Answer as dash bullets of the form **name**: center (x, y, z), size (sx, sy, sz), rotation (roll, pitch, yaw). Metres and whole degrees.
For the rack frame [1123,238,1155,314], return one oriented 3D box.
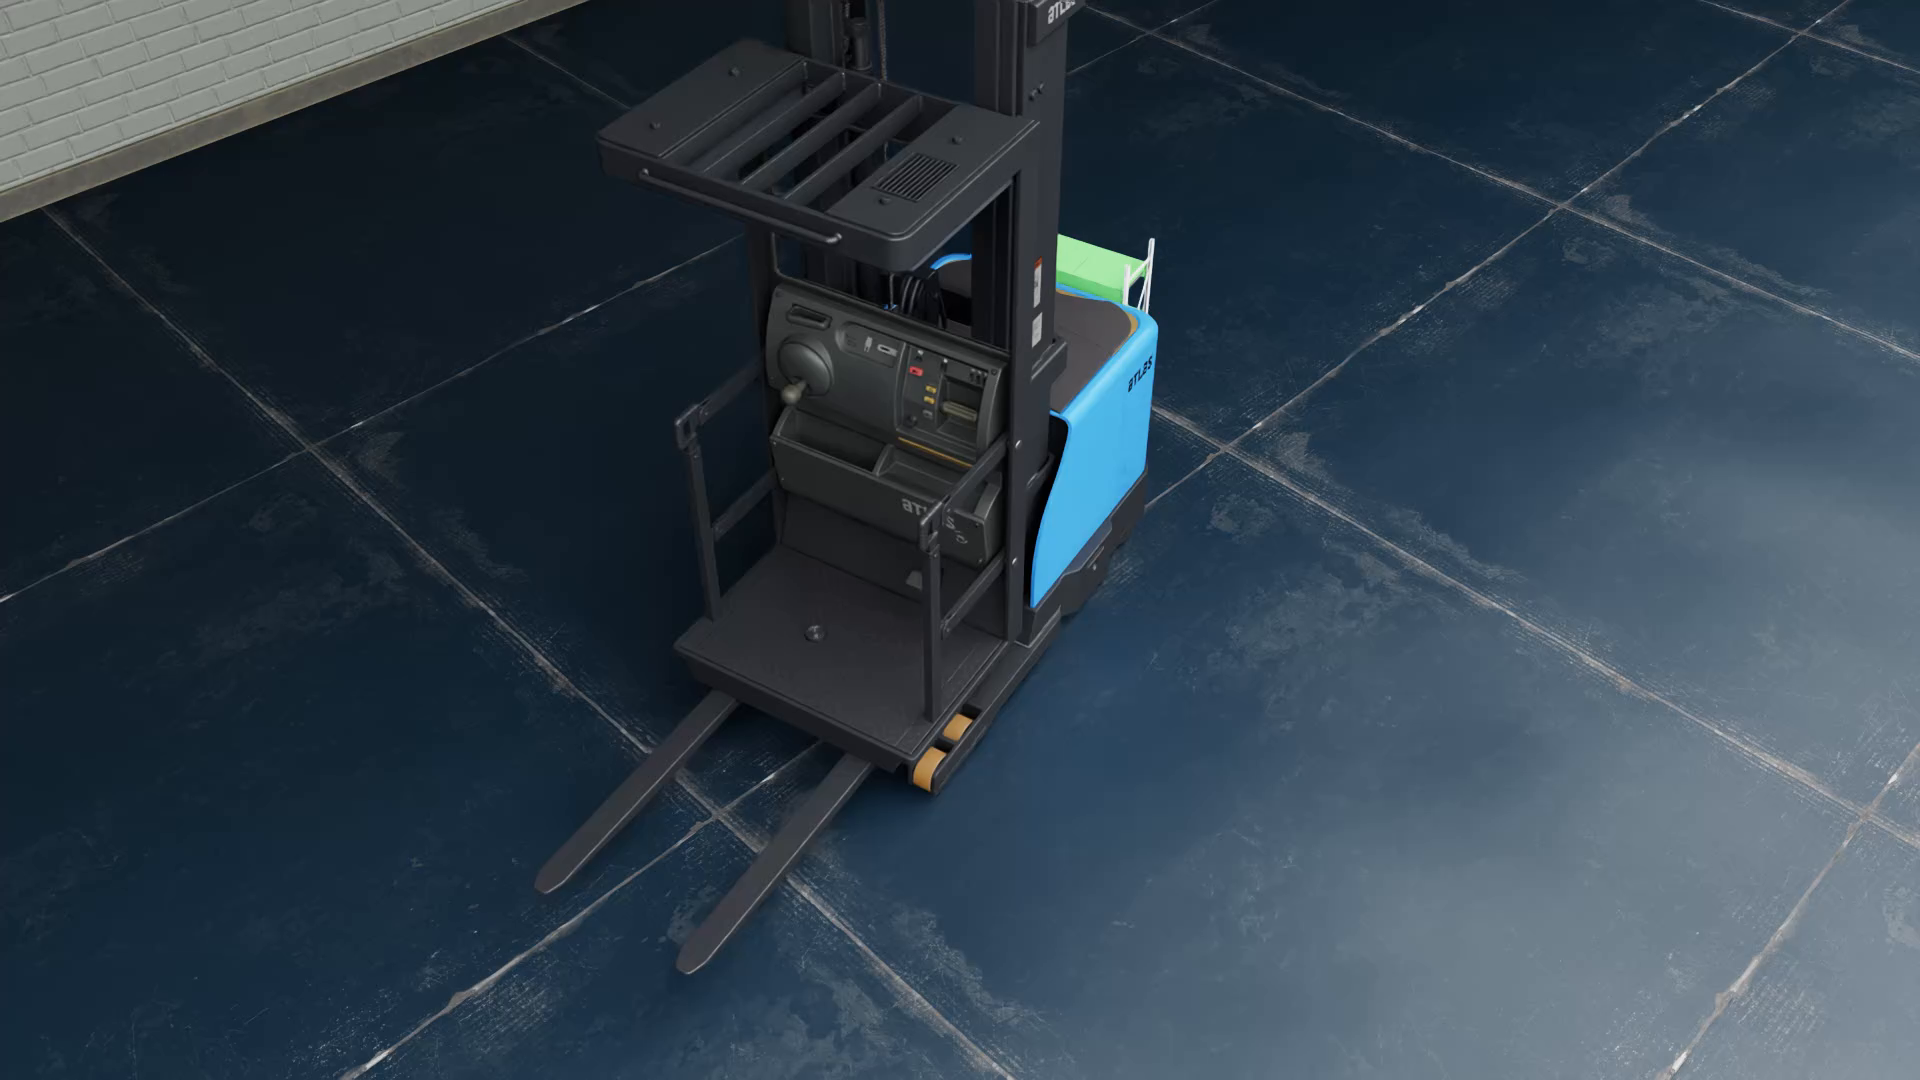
- **rack frame**: center (0.729, -0.725, 7.150), size (0.015, 1.200, 0.240), rotation (22, 47, 22)

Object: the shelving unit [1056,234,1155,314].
- **shelving unit**: center (0.520, -0.810, 7.243), size (0.503, 1.200, 0.258), rotation (22, 47, 22)

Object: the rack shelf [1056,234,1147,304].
- **rack shelf**: center (0.521, -1.116, 6.961), size (0.480, 0.148, 0.258), rotation (22, 47, 22)

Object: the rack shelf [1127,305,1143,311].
- **rack shelf**: center (0.520, -0.940, 7.123), size (0.480, 0.148, 0.258), rotation (22, 47, 22)

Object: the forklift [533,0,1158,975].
- **forklift**: center (-0.384, -0.498, 5.629), size (1.130, 2.935, 3.031), rotation (22, 47, 22)
